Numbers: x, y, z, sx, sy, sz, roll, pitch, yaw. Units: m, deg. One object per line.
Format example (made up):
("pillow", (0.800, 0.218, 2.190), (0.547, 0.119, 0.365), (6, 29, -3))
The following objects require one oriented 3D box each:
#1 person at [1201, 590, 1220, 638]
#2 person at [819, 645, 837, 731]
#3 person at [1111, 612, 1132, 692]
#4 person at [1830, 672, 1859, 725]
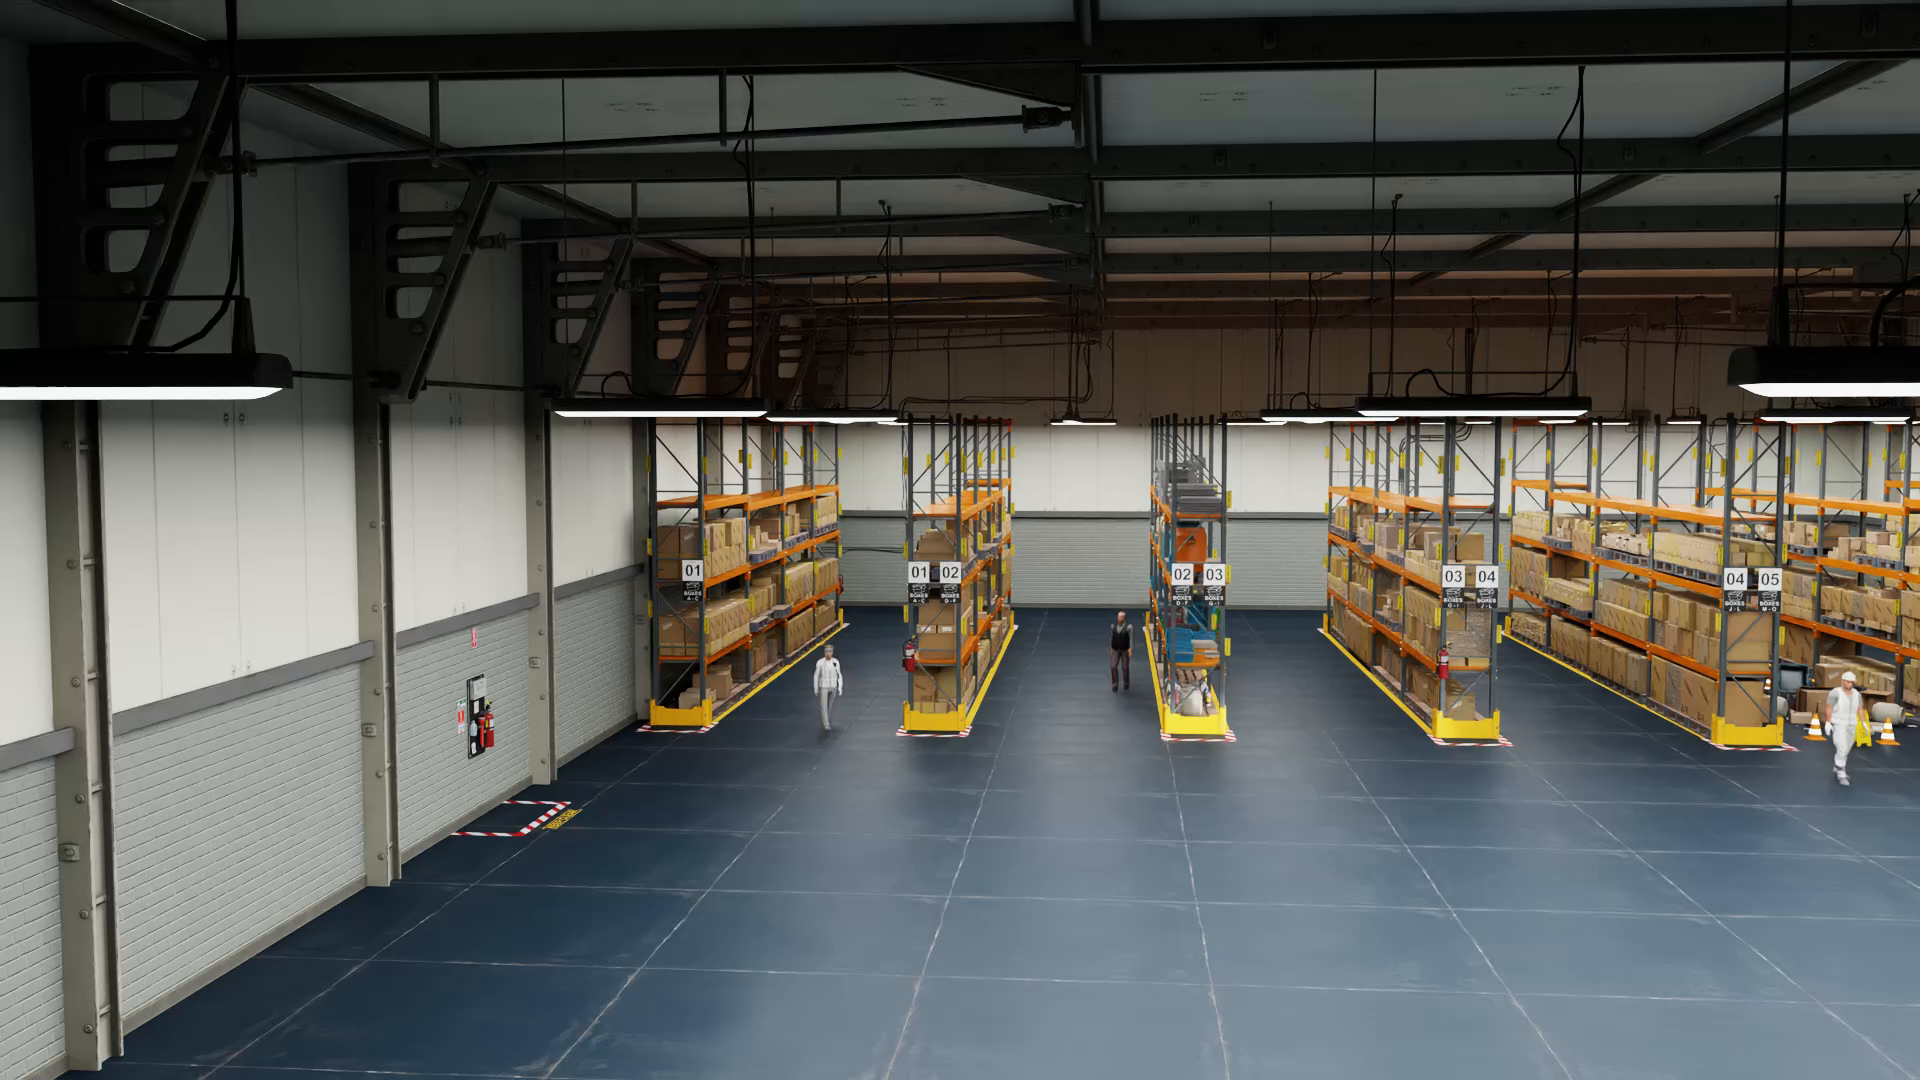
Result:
("person", (6.781, 1.849, 44.675), (0.592, 1.739, 0.504), (1, 4, 8))
("person", (-2.493, 2.776, 31.321), (0.455, 1.624, 1.036), (-2, 4, -25))
("person", (3.522, 2.446, 36.227), (0.569, 1.779, 0.547), (2, 4, 26))
("person", (14.326, 2.550, 26.871), (0.417, 0.860, 0.395), (0, 4, -6))
